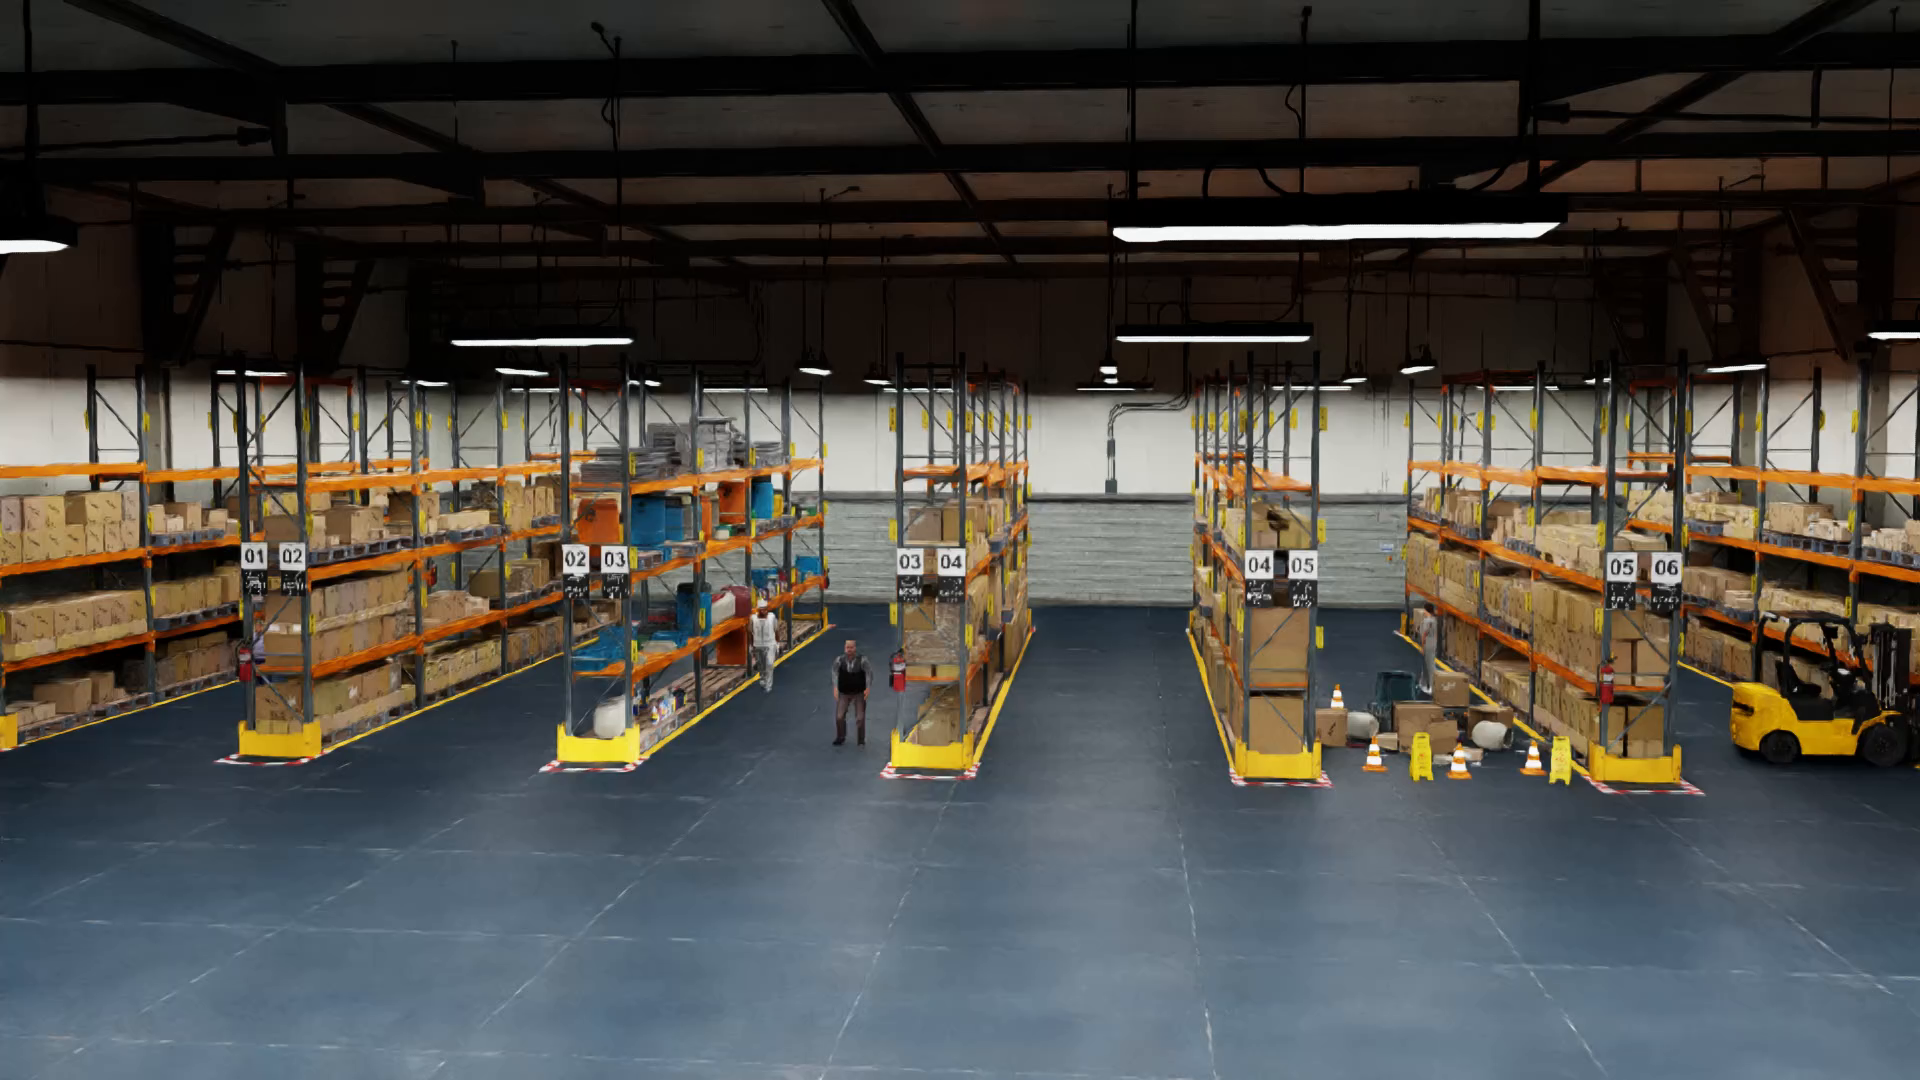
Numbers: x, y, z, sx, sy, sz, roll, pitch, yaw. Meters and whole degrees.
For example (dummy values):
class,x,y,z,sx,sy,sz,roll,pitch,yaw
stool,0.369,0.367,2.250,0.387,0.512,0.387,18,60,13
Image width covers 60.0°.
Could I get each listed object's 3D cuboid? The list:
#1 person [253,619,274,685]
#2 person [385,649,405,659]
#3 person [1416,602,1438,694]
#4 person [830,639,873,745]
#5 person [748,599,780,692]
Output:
class,x,y,z,sx,sy,sz,roll,pitch,yaw
person,-12.181,2.143,29.008,0.481,1.565,1.091,0,4,3
person,-11.576,1.773,33.919,0.461,1.626,0.999,0,4,5
person,8.616,1.970,30.710,0.580,1.666,0.575,2,5,29
person,-1.672,2.350,25.669,0.677,1.674,0.534,0,4,4
person,-3.658,1.938,30.871,0.571,1.702,1.114,0,4,3
